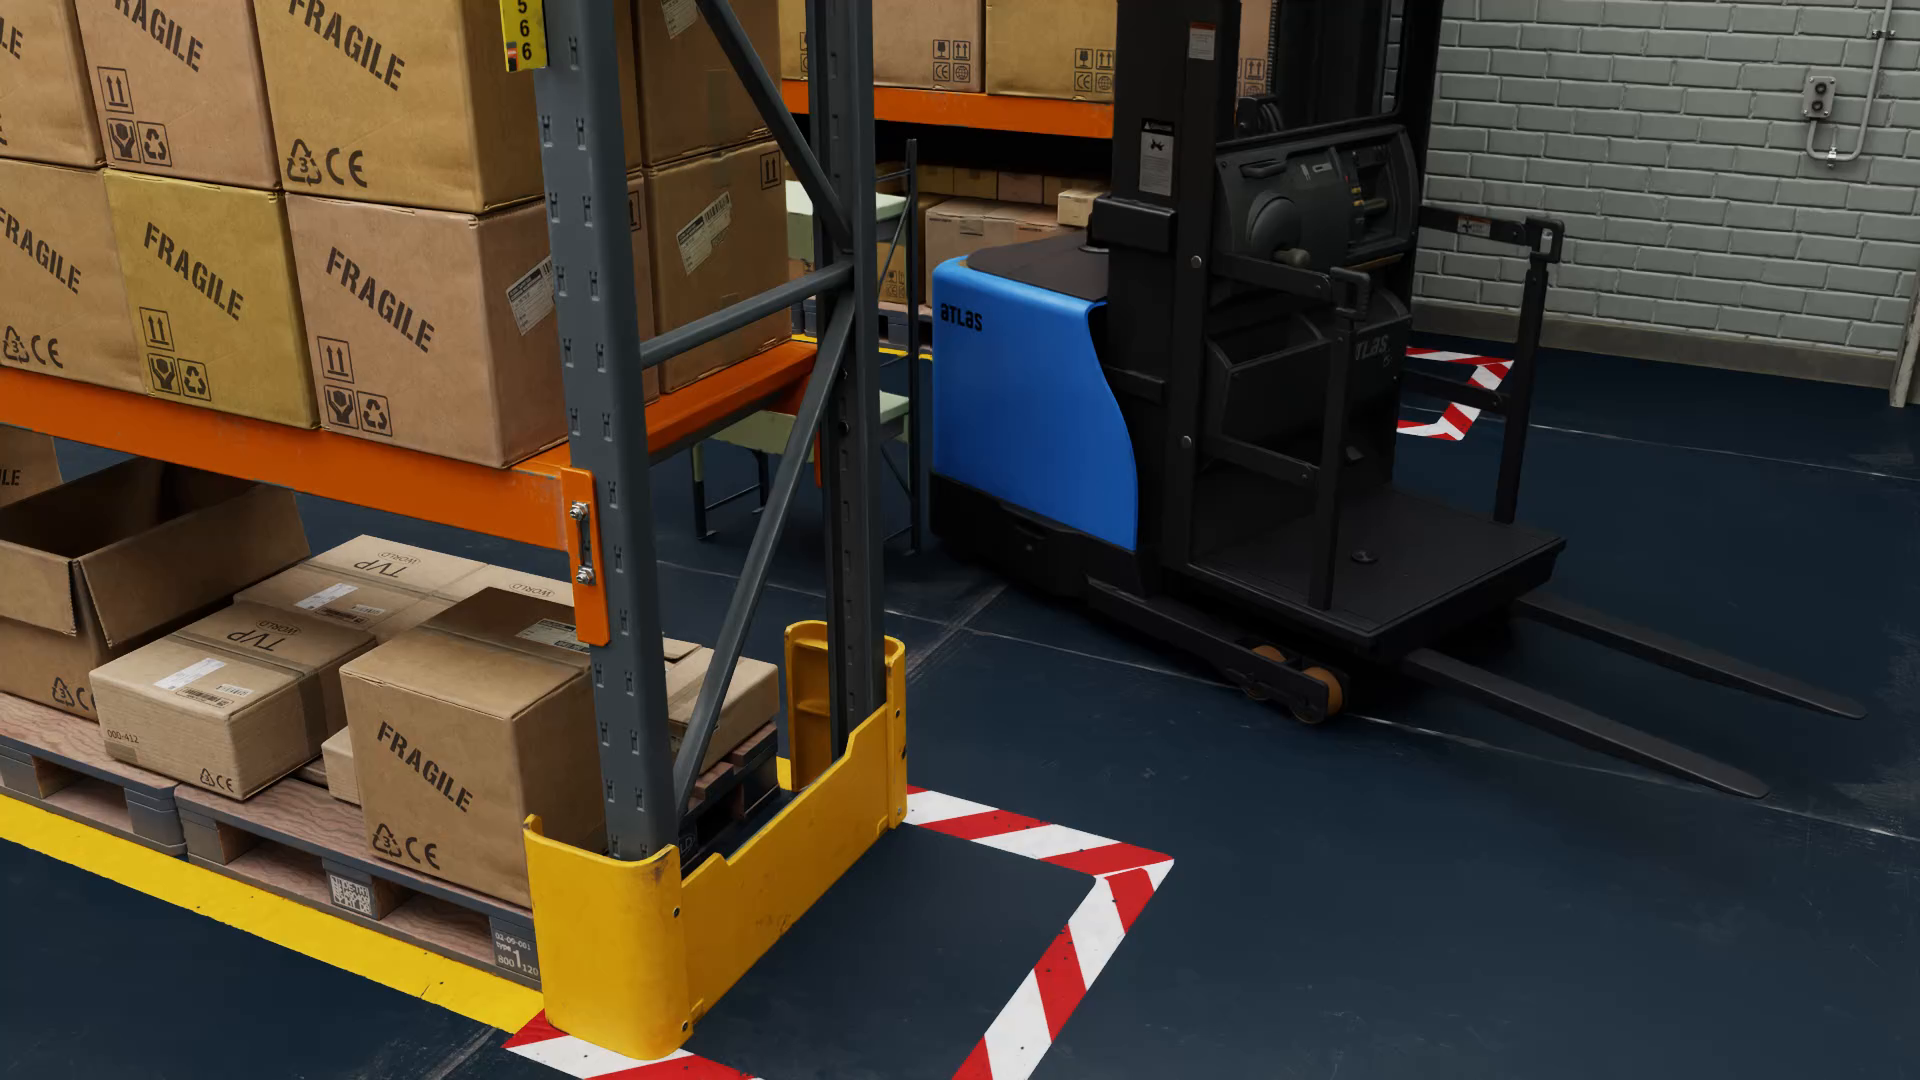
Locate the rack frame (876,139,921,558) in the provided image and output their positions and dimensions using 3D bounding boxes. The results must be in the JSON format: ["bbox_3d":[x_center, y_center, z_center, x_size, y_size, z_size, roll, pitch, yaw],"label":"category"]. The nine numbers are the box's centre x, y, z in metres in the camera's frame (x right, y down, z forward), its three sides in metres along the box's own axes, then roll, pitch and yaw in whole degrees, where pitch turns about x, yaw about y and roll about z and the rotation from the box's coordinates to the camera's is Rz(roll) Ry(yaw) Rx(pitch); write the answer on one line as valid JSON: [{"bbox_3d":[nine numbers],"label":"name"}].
[{"bbox_3d":[-0.267,-0.591,5.723,0.023,1.500,0.400,15,27,32],"label":"rack frame"}]

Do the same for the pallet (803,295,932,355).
[{"bbox_3d":[-0.072,-1.242,8.902,1.213,0.211,1.003,11,25,25],"label":"pallet"}]

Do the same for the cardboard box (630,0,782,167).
[{"bbox_3d":[-0.747,-1.142,3.697,0.500,0.500,0.500,12,26,26],"label":"cardboard box"}]

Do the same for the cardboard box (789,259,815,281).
[{"bbox_3d":[-0.740,-1.688,9.043,0.500,0.500,0.700,11,25,24],"label":"cardboard box"}]

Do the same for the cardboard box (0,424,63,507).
[{"bbox_3d":[-3.403,-0.222,5.571,0.500,0.500,0.500,11,25,25],"label":"cardboard box"}]

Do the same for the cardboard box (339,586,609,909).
[{"bbox_3d":[-1.066,0.473,3.938,0.500,0.500,0.500,11,25,25],"label":"cardboard box"}]

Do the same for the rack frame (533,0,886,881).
[{"bbox_3d":[-0.470,-0.465,3.511,0.127,3.000,1.000,11,25,25],"label":"rack frame"}]

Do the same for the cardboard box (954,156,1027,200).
[{"bbox_3d":[0.162,-1.897,8.707,0.250,0.149,0.380,11,26,25],"label":"cardboard box"}]

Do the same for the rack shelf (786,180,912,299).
[{"bbox_3d":[-0.568,-1.032,5.762,0.720,0.370,0.431,15,27,32],"label":"rack shelf"}]

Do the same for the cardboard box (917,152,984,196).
[{"bbox_3d":[-0.064,-1.942,8.812,0.250,0.149,0.380,11,25,24],"label":"cardboard box"}]

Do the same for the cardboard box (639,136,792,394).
[{"bbox_3d":[-0.747,-0.682,3.892,0.500,0.500,0.500,12,26,26],"label":"cardboard box"}]

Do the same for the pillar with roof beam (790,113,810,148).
[{"bbox_3d":[-2.735,-4.338,4.952,0.400,9.000,9.100,11,25,25],"label":"pillar with roof beam"}]

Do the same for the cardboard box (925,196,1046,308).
[{"bbox_3d":[0.196,-1.505,8.612,0.500,0.500,0.700,10,25,23],"label":"cardboard box"}]

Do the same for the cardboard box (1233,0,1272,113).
[{"bbox_3d":[1.302,-2.421,7.726,0.700,0.700,0.980,12,26,27],"label":"cardboard box"}]

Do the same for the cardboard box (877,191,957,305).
[{"bbox_3d":[-0.283,-1.596,8.828,0.500,0.500,0.700,12,26,26],"label":"cardboard box"}]

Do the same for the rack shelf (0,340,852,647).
[{"bbox_3d":[-2.255,-0.487,4.482,4.000,0.370,1.077,11,25,25],"label":"rack shelf"}]

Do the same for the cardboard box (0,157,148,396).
[{"bbox_3d":[-1.900,-0.676,3.878,0.500,0.500,0.500,11,26,25],"label":"cardboard box"}]

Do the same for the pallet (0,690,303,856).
[{"bbox_3d":[-2.334,0.448,4.926,1.213,0.211,1.003,11,25,25],"label":"pallet"}]

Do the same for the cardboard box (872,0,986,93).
[{"bbox_3d":[-0.028,-2.683,8.343,0.700,0.700,0.980,10,25,22],"label":"cardboard box"}]

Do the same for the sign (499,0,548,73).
[{"bbox_3d":[-0.738,-0.953,2.775,0.005,0.325,0.100,11,25,25],"label":"sign"}]

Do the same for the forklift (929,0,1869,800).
[{"bbox_3d":[1.242,-1.026,4.916,1.130,2.935,3.031,-19,30,-38],"label":"forklift"}]

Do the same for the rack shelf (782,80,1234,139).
[{"bbox_3d":[-0.023,-2.218,8.552,4.000,0.370,1.077,11,25,25],"label":"rack shelf"}]

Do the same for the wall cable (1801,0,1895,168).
[{"bbox_3d":[3.332,-2.768,7.627,1.851,1.984,0.084,11,25,25],"label":"wall cable"}]

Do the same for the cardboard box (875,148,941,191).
[{"bbox_3d":[-0.295,-1.987,8.919,0.250,0.149,0.380,11,26,25],"label":"cardboard box"}]

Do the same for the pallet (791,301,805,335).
[{"bbox_3d":[-1.164,-1.457,9.407,1.213,0.211,1.003,11,25,25],"label":"pallet"}]

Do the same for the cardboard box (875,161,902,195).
[{"bbox_3d":[-0.497,-1.860,8.618,0.250,0.149,0.380,10,25,23],"label":"cardboard box"}]

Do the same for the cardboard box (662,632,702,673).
[{"bbox_3d":[-0.911,0.398,4.539,0.250,0.166,0.380,11,25,25],"label":"cardboard box"}]

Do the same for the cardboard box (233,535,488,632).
[{"bbox_3d":[-1.719,0.226,4.837,0.500,0.250,0.500,11,25,25],"label":"cardboard box"}]

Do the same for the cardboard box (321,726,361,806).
[{"bbox_3d":[-1.387,0.523,4.245,0.250,0.166,0.380,11,25,25],"label":"cardboard box"}]

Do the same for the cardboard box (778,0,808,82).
[{"bbox_3d":[-0.682,-2.808,8.637,0.700,0.700,0.980,11,25,23],"label":"cardboard box"}]

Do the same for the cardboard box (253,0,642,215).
[{"bbox_3d":[-0.991,-0.954,3.255,0.500,0.500,0.500,11,25,24],"label":"cardboard box"}]

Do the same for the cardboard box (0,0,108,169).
[{"bbox_3d":[-1.907,-1.133,3.675,0.500,0.500,0.500,12,26,26],"label":"cardboard box"}]

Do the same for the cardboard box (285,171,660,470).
[{"bbox_3d":[-0.992,-0.495,3.454,0.500,0.500,0.500,12,26,26],"label":"cardboard box"}]

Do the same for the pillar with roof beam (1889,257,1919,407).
[{"bbox_3d":[2.619,-3.279,2.461,0.400,9.000,9.100,11,25,25],"label":"pillar with roof beam"}]

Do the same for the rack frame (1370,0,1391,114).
[{"bbox_3d":[1.762,-2.196,7.581,0.127,3.000,1.000,11,25,25],"label":"rack frame"}]

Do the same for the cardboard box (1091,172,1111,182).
[{"bbox_3d":[0.842,-1.763,8.391,0.250,0.149,0.380,11,26,25],"label":"cardboard box"}]

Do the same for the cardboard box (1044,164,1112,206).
[{"bbox_3d":[0.618,-1.807,8.496,0.250,0.149,0.380,11,26,25],"label":"cardboard box"}]

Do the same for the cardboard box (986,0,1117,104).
[{"bbox_3d":[0.648,-2.545,8.019,0.700,0.700,0.980,11,25,24],"label":"cardboard box"}]

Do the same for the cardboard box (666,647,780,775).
[{"bbox_3d":[-0.688,0.450,4.439,0.250,0.149,0.380,11,25,25],"label":"cardboard box"}]

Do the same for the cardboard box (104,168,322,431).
[{"bbox_3d":[-1.457,-0.586,3.667,0.500,0.500,0.500,11,26,25],"label":"cardboard box"}]

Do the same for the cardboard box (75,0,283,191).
[{"bbox_3d":[-1.442,-1.043,3.464,0.500,0.500,0.500,12,26,26],"label":"cardboard box"}]

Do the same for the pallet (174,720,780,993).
[{"bbox_3d":[-1.249,0.664,4.419,1.213,0.211,1.003,11,25,25],"label":"pallet"}]

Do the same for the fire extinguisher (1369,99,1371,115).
[{"bbox_3d":[1.688,-1.801,7.227,0.183,0.674,0.296,11,25,25],"label":"fire extinguisher"}]

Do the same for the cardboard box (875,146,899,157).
[{"bbox_3d":[-0.520,-2.032,9.024,0.250,0.149,0.380,10,25,23],"label":"cardboard box"}]

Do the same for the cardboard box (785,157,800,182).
[{"bbox_3d":[-0.963,-1.952,8.835,0.250,0.149,0.380,12,26,26],"label":"cardboard box"}]

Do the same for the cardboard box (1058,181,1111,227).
[{"bbox_3d":[0.667,-1.630,8.079,0.250,0.149,0.380,12,26,26],"label":"cardboard box"}]

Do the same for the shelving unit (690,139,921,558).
[{"bbox_3d":[-0.568,-0.672,5.915,0.755,1.500,0.431,15,27,32],"label":"shelving unit"}]

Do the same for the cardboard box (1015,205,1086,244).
[{"bbox_3d":[0.646,-1.416,8.404,0.500,0.500,0.700,11,25,24],"label":"cardboard box"}]

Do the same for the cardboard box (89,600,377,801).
[{"bbox_3d":[-1.900,0.409,4.406,0.500,0.250,0.500,11,25,25],"label":"cardboard box"}]

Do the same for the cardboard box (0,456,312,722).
[{"bbox_3d":[-2.360,0.105,4.799,0.637,0.503,0.797,11,25,25],"label":"cardboard box"}]

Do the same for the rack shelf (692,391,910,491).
[{"bbox_3d":[-0.568,-0.372,6.042,0.720,0.370,0.431,15,27,32],"label":"rack shelf"}]

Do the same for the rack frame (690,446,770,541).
[{"bbox_3d":[-0.869,-0.754,6.107,0.023,1.500,0.400,15,27,32],"label":"rack frame"}]

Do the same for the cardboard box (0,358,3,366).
[{"bbox_3d":[-2.349,-0.765,4.087,0.500,0.500,0.500,11,25,24],"label":"cardboard box"}]

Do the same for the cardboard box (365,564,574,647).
[{"bbox_3d":[-1.273,0.314,4.629,0.500,0.250,0.500,11,25,25],"label":"cardboard box"}]

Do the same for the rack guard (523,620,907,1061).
[{"bbox_3d":[-0.538,0.672,4.032,0.348,0.500,1.175,11,25,25],"label":"rack guard"}]

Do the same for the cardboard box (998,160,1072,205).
[{"bbox_3d":[0.391,-1.852,8.601,0.250,0.149,0.380,12,26,25],"label":"cardboard box"}]
